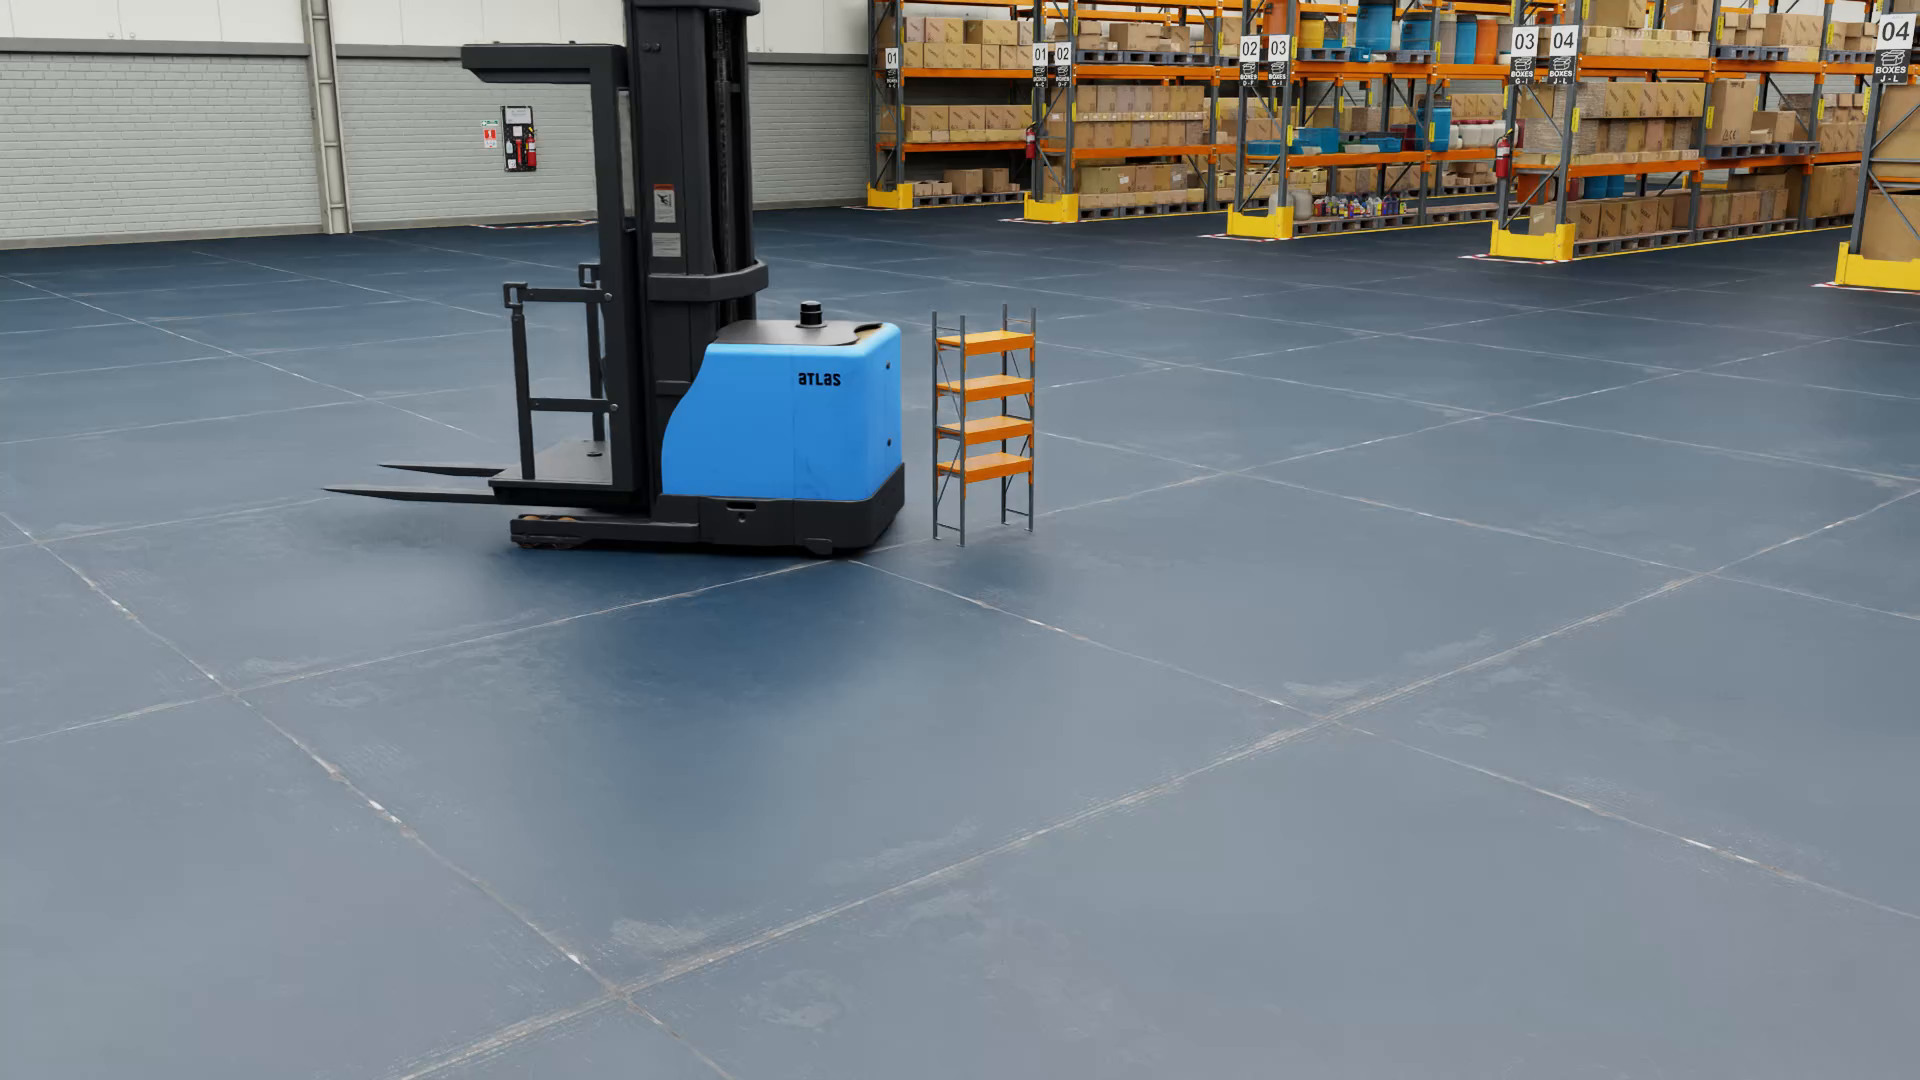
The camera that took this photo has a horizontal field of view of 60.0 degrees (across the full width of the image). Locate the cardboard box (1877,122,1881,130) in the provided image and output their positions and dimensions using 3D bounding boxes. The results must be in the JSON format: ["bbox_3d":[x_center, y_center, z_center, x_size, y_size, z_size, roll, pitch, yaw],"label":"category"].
[{"bbox_3d":[16.336,-7.323,30.161,0.500,0.500,0.500,-13,20,-40],"label":"cardboard box"}]

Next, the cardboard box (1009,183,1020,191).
[{"bbox_3d":[1.104,-7.865,37.019,0.380,0.166,0.250,13,20,40],"label":"cardboard box"}]

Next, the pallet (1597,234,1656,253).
[{"bbox_3d":[9.838,-4.549,25.371,1.213,0.211,1.003,-13,19,-39],"label":"pallet"}]

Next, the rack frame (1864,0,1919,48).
[{"bbox_3d":[17.277,-10.478,30.540,0.127,3.000,1.000,-13,19,-39],"label":"rack frame"}]

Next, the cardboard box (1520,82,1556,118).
[{"bbox_3d":[8.477,-6.363,24.053,0.500,0.500,0.500,-13,19,-39],"label":"cardboard box"}]

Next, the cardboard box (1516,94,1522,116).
[{"bbox_3d":[13.259,-10.503,40.128,0.500,0.500,0.500,-12,19,-38],"label":"cardboard box"}]

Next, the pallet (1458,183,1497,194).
[{"bbox_3d":[12.217,-8.486,40.109,1.213,0.211,1.003,-13,19,-39],"label":"pallet"}]

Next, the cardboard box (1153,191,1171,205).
[{"bbox_3d":[3.785,-6.737,32.673,0.500,0.250,0.500,-13,19,-39],"label":"cardboard box"}]

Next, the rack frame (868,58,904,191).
[{"bbox_3d":[-1.530,-8.440,34.534,0.127,3.000,1.000,-13,19,-39],"label":"rack frame"}]

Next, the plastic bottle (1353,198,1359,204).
[{"bbox_3d":[7.079,-5.979,29.756,0.097,0.271,0.097,0,15,0],"label":"plastic bottle"}]

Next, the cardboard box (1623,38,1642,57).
[{"bbox_3d":[9.519,-7.127,24.096,0.500,0.250,0.500,-13,20,-40],"label":"cardboard box"}]

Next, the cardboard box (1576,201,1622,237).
[{"bbox_3d":[9.620,-4.855,25.143,0.500,0.500,0.500,-10,18,-34],"label":"cardboard box"}]

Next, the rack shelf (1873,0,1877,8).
[{"bbox_3d":[18.786,-10.276,31.953,4.000,0.370,1.077,-13,19,-39],"label":"rack shelf"}]

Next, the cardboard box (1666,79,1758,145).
[{"bbox_3d":[11.933,-6.825,26.511,1.000,1.000,1.000,-12,19,-39],"label":"cardboard box"}]

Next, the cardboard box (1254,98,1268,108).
[{"bbox_3d":[7.338,-10.908,41.511,0.500,0.250,0.500,-12,19,-38],"label":"cardboard box"}]

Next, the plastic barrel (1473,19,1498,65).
[{"bbox_3d":[9.753,-9.315,31.167,0.708,0.830,0.600,-13,19,-39],"label":"plastic barrel"}]

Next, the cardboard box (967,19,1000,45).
[{"bbox_3d":[0.494,-10.785,35.330,0.500,0.500,0.500,-14,20,-41],"label":"cardboard box"}]

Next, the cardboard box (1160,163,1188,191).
[{"bbox_3d":[4.151,-7.187,32.905,0.500,0.500,0.500,-13,19,-39],"label":"cardboard box"}]

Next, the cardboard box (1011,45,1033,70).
[{"bbox_3d":[1.267,-10.491,36.167,0.500,0.500,0.500,-12,19,-38],"label":"cardboard box"}]

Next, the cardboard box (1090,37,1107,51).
[{"bbox_3d":[2.420,-9.370,31.409,0.500,0.250,0.500,-13,19,-39],"label":"cardboard box"}]

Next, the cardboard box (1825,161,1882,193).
[{"bbox_3d":[16.134,-6.492,30.547,0.875,0.875,1.225,-14,20,-41],"label":"cardboard box"}]

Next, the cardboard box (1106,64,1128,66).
[{"bbox_3d":[3.466,-11.102,38.450,0.637,0.503,0.797,-9,18,-32],"label":"cardboard box"}]

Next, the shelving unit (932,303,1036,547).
[{"bbox_3d":[0.125,-0.608,8.700,0.503,1.200,0.258,-13,19,-39],"label":"shelving unit"}]

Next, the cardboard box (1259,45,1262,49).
[{"bbox_3d":[6.225,-10.045,34.209,0.500,0.250,0.500,14,20,42],"label":"cardboard box"}]

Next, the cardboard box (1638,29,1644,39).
[{"bbox_3d":[9.745,-7.383,24.283,0.250,0.149,0.380,-13,20,-40],"label":"cardboard box"}]

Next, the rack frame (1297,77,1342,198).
[{"bbox_3d":[7.760,-8.831,36.000,0.127,3.000,1.000,-13,19,-39],"label":"rack frame"}]

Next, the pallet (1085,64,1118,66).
[{"bbox_3d":[2.803,-10.736,37.682,1.003,0.211,1.213,-13,19,-39],"label":"pallet"}]

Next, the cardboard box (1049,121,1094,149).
[{"bbox_3d":[2.085,-7.601,31.200,0.500,0.500,0.700,-13,19,-39],"label":"cardboard box"}]

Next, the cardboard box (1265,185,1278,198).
[{"bbox_3d":[6.369,-7.309,34.815,0.500,0.250,0.500,-12,19,-38],"label":"cardboard box"}]

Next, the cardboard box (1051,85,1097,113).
[{"bbox_3d":[2.125,-8.237,31.066,0.500,0.500,0.700,-13,19,-39],"label":"cardboard box"}]

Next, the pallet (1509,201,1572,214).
[{"bbox_3d":[11.576,-6.661,33.278,1.213,0.211,1.003,-13,19,-39],"label":"pallet"}]

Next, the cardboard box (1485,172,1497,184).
[{"bbox_3d":[12.810,-8.776,40.267,0.500,0.250,0.500,-13,19,-39],"label":"cardboard box"}]

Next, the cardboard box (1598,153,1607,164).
[{"bbox_3d":[9.171,-5.552,24.209,0.250,0.149,0.380,-13,19,-39],"label":"cardboard box"}]

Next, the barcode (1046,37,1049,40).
[{"bbox_3d":[1.636,-9.351,31.007,0.075,0.075,0.001,-13,19,-39],"label":"barcode"}]

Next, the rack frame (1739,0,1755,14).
[{"bbox_3d":[17.043,-12.120,36.687,0.127,3.000,1.000,-13,19,-39],"label":"rack frame"}]

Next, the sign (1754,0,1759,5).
[{"bbox_3d":[17.417,-11.860,36.338,0.005,0.325,0.100,-13,19,-39],"label":"sign"}]

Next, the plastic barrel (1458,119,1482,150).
[{"bbox_3d":[9.410,-7.498,30.745,0.433,0.535,0.433,0,15,0],"label":"plastic barrel"}]

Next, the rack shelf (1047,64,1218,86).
[{"bbox_3d":[3.233,-8.917,31.900,4.000,0.370,1.077,-13,19,-39],"label":"rack shelf"}]

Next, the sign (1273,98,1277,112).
[{"bbox_3d":[7.886,-10.890,41.616,0.005,0.325,0.100,-13,19,-39],"label":"sign"}]

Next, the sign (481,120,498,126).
[{"bbox_3d":[-8.461,-7.498,29.912,0.331,0.109,0.001,-13,19,-39],"label":"sign"}]

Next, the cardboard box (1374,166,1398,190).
[{"bbox_3d":[9.454,-8.121,37.331,0.500,0.500,0.500,-14,20,-41],"label":"cardboard box"}]

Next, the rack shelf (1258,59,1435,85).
[{"bbox_3d":[6.482,-7.952,28.288,4.000,0.370,1.077,-13,19,-39],"label":"rack shelf"}]

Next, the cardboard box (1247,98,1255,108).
[{"bbox_3d":[6.946,-10.823,41.194,0.500,0.250,0.500,-12,19,-38],"label":"cardboard box"}]

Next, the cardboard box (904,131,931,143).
[{"bbox_3d":[-0.954,-8.398,34.629,0.500,0.250,0.500,-13,20,-41],"label":"cardboard box"}]

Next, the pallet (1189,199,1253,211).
[{"bbox_3d":[5.272,-6.939,34.319,1.213,0.211,1.003,-13,19,-39],"label":"pallet"}]

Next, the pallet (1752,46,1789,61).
[{"bbox_3d":[12.558,-7.843,26.852,1.003,0.211,1.213,-13,19,-39],"label":"pallet"}]

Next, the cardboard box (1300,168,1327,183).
[{"bbox_3d":[7.526,-7.840,35.717,0.500,0.311,0.500,-12,19,-38],"label":"cardboard box"}]

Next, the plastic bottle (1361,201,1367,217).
[{"bbox_3d":[7.032,-5.761,28.941,0.097,0.271,0.097,0,15,0],"label":"plastic bottle"}]

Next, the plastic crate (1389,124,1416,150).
[{"bbox_3d":[8.155,-7.361,30.372,0.583,0.464,0.402,-13,19,-39],"label":"plastic crate"}]

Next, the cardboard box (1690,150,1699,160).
[{"bbox_3d":[11.273,-6.010,25.923,0.250,0.149,0.380,-13,19,-39],"label":"cardboard box"}]

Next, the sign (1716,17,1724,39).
[{"bbox_3d":[11.604,-7.819,25.396,0.005,0.325,0.100,-13,19,-39],"label":"sign"}]

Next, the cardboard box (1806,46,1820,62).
[{"bbox_3d":[14.062,-8.151,27.930,0.500,0.250,0.500,-13,19,-39],"label":"cardboard box"}]

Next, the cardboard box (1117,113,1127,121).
[{"bbox_3d":[2.940,-8.038,31.578,0.250,0.149,0.380,-14,20,-41],"label":"cardboard box"}]

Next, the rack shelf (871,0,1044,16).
[{"bbox_3d":[-0.021,-11.328,35.122,4.000,0.370,1.077,-13,19,-39],"label":"rack shelf"}]

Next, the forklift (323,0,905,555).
[{"bbox_3d":[-1.871,-1.497,8.676,3.031,2.935,1.130,2,15,9],"label":"forklift"}]

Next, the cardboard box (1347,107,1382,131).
[{"bbox_3d":[8.976,-9.329,36.855,0.500,0.500,0.700,-9,17,-29],"label":"cardboard box"}]
